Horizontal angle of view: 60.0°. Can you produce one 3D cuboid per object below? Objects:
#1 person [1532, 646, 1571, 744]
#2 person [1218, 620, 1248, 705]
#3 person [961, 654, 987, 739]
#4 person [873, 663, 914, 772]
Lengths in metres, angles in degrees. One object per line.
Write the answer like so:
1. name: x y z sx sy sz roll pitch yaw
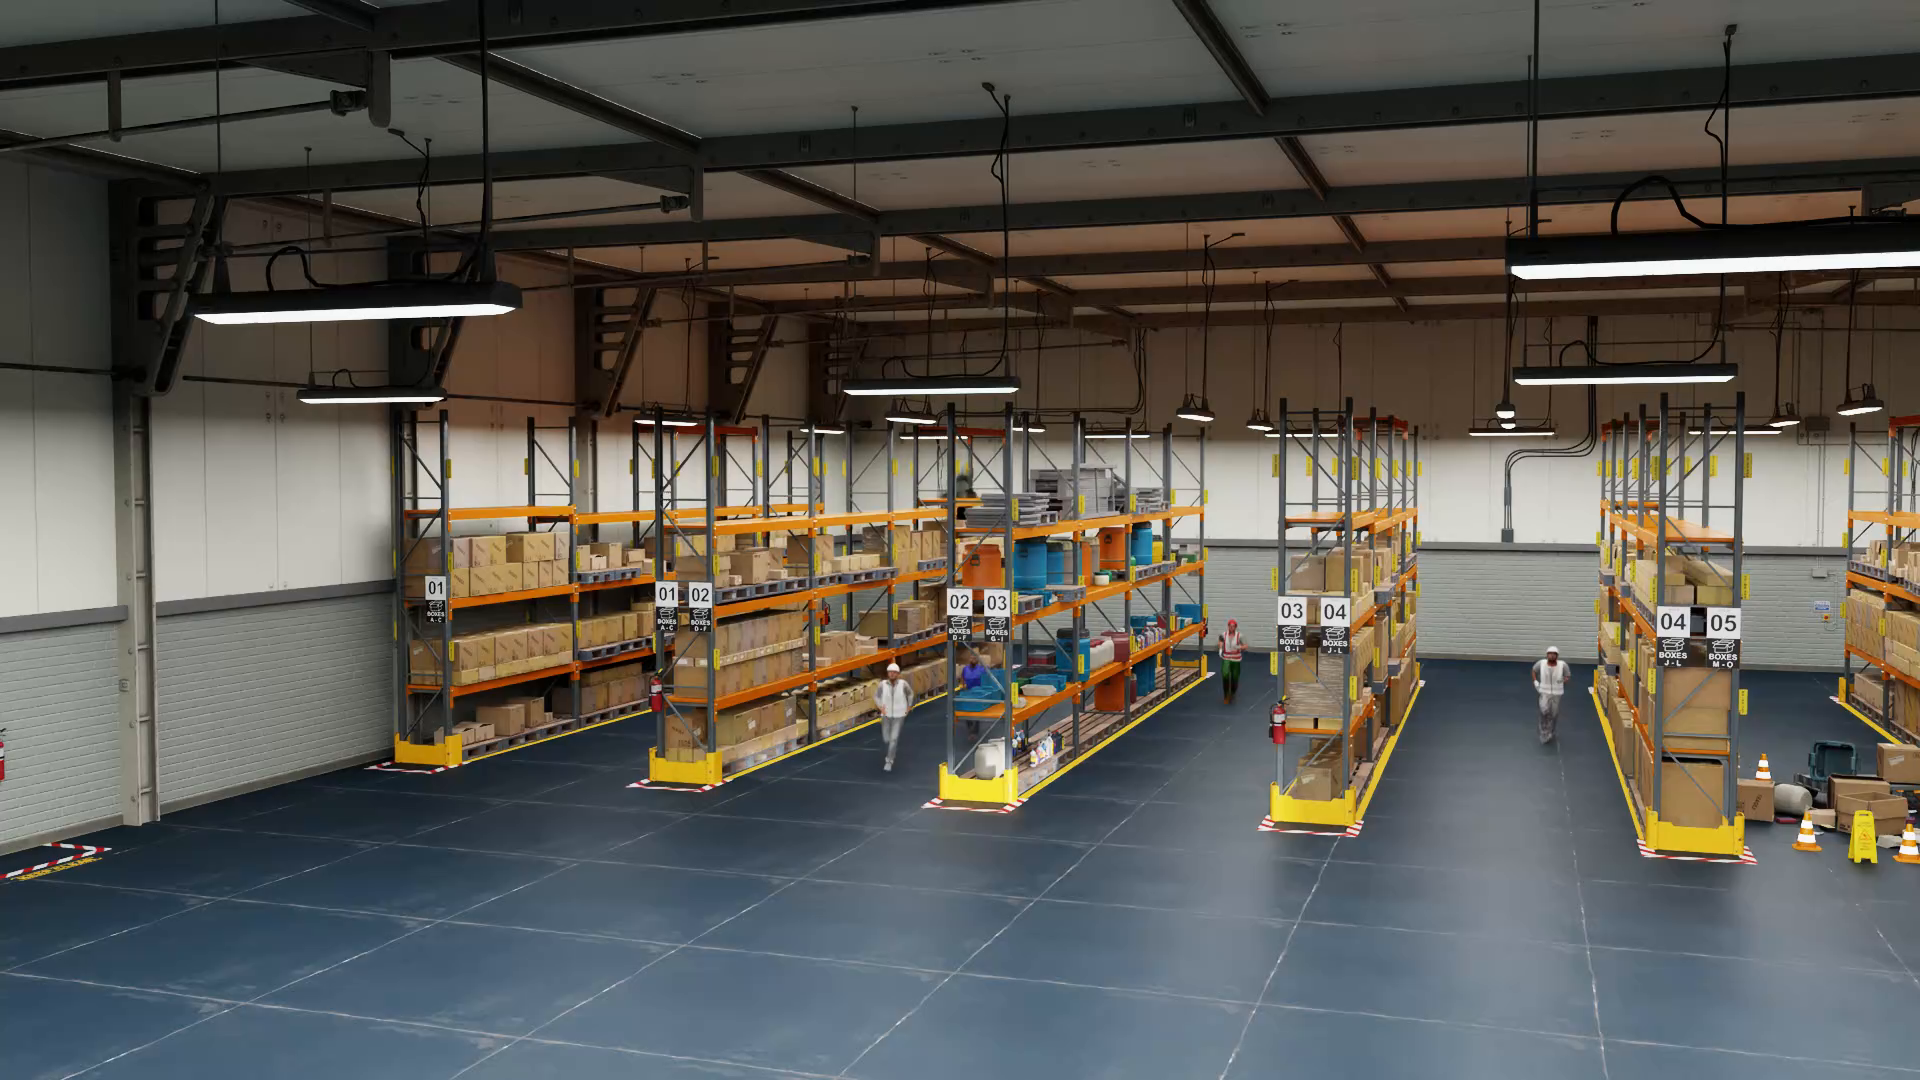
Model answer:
1. person: 10.787 2.820 30.328 0.665 1.775 0.753 1 3 15
2. person: 5.822 2.601 35.482 0.632 1.823 0.823 0 2 12
3. person: 0.238 2.907 30.602 0.577 1.556 0.589 1 3 18
4. person: -1.117 2.940 27.879 0.683 1.766 0.872 0 2 5
